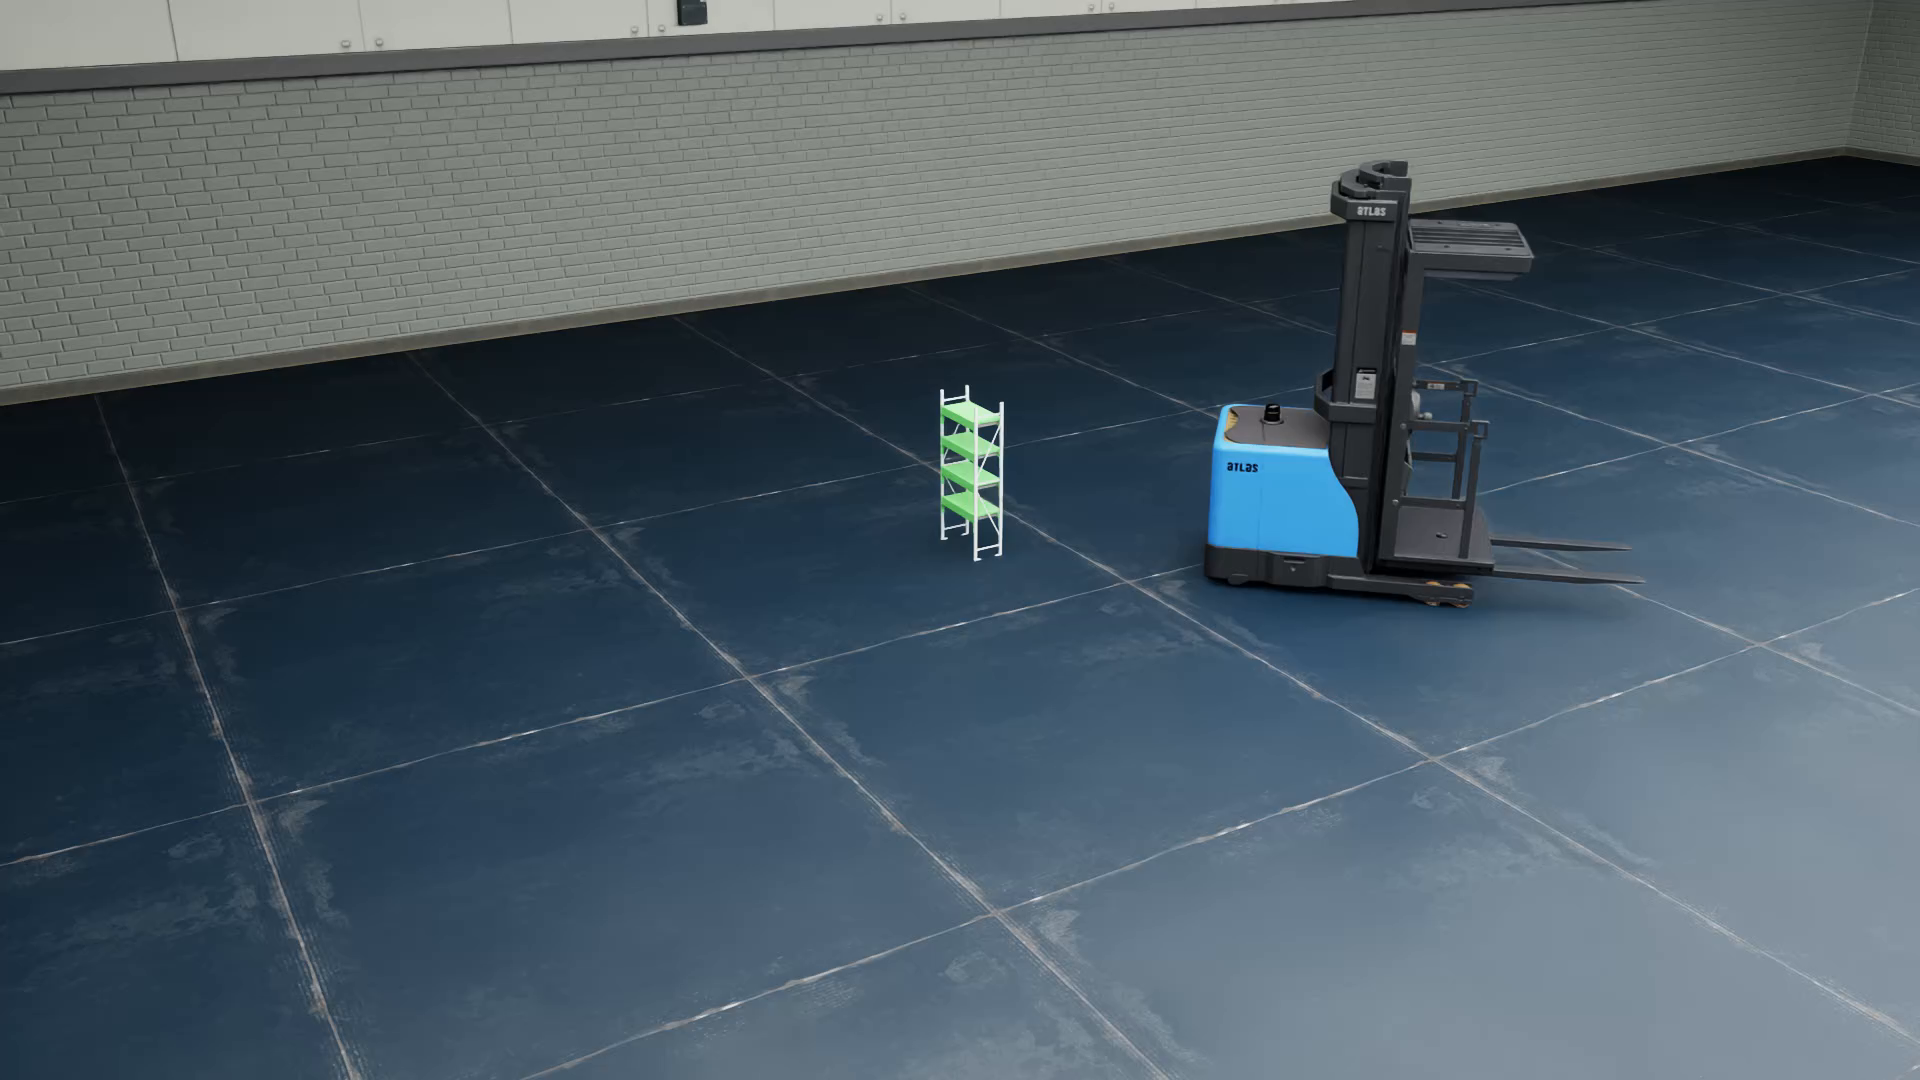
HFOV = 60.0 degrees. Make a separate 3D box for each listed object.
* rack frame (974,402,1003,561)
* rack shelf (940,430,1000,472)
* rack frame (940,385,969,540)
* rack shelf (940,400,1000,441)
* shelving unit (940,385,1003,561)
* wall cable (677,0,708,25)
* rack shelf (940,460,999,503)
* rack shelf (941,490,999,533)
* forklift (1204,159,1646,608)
[{"bbox_3d":[0.209,-0.423,12.259,0.240,1.200,0.015,-13,25,-28],"label":"rack frame"},{"bbox_3d":[0.085,-0.665,12.387,0.258,0.148,0.480,-13,25,-28],"label":"rack shelf"},{"bbox_3d":[-0.040,-0.581,12.648,0.240,1.200,0.015,-13,25,-28],"label":"rack frame"},{"bbox_3d":[0.085,-0.888,12.297,0.258,0.148,0.480,-13,25,-28],"label":"rack shelf"},{"bbox_3d":[0.085,-0.502,12.454,0.258,1.200,0.503,-13,25,-28],"label":"shelving unit"},{"bbox_3d":[-2.056,-8.617,17.545,2.305,6.003,0.169,-13,25,-28],"label":"wall cable"},{"bbox_3d":[0.085,-0.443,12.478,0.258,0.148,0.480,-13,25,-28],"label":"rack shelf"},{"bbox_3d":[0.085,-0.221,12.568,0.258,0.148,0.480,-13,25,-28],"label":"rack shelf"},{"bbox_3d":[3.337,-1.102,11.631,3.031,2.935,1.130,5,23,11],"label":"forklift"}]
